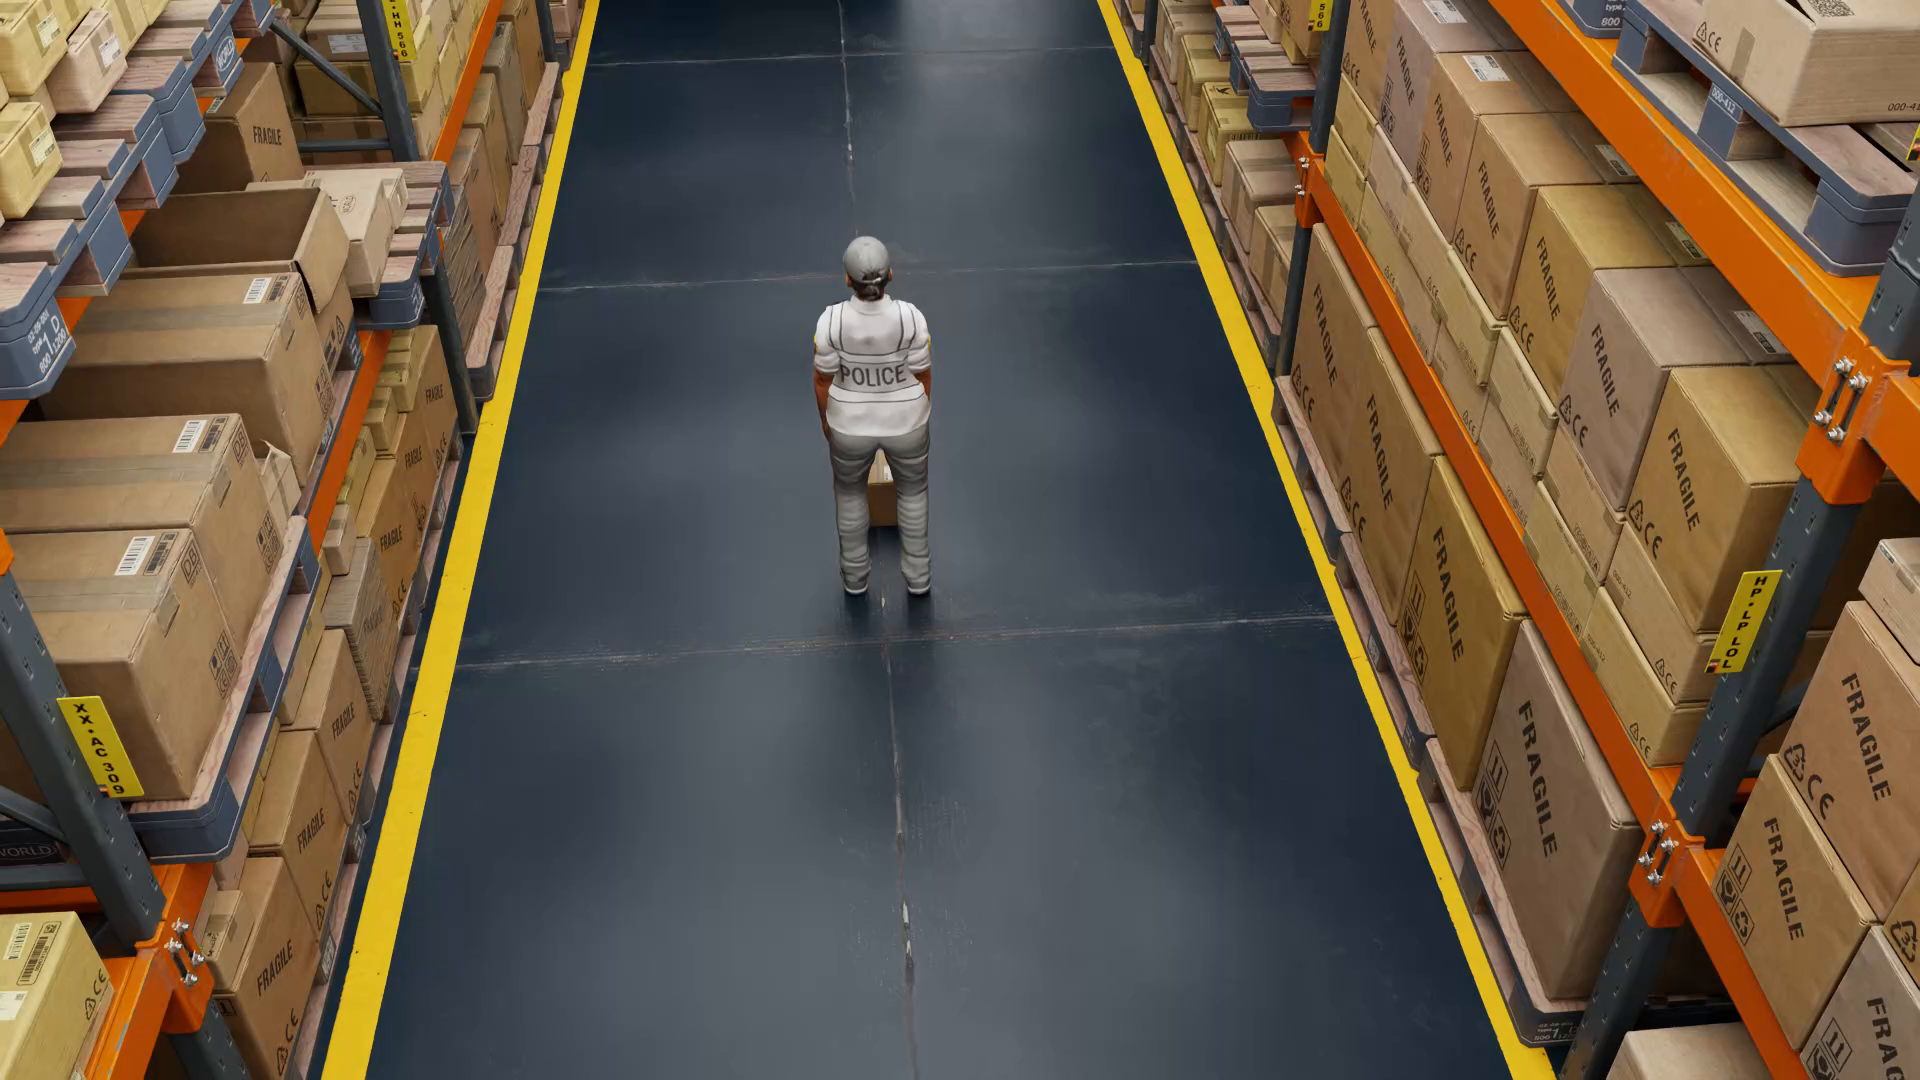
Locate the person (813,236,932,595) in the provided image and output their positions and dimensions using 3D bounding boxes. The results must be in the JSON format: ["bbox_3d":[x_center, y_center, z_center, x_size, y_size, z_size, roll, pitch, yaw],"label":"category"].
[{"bbox_3d":[-0.349,-0.485,6.770,0.468,1.684,0.368,-2,39,-3],"label":"person"}]
